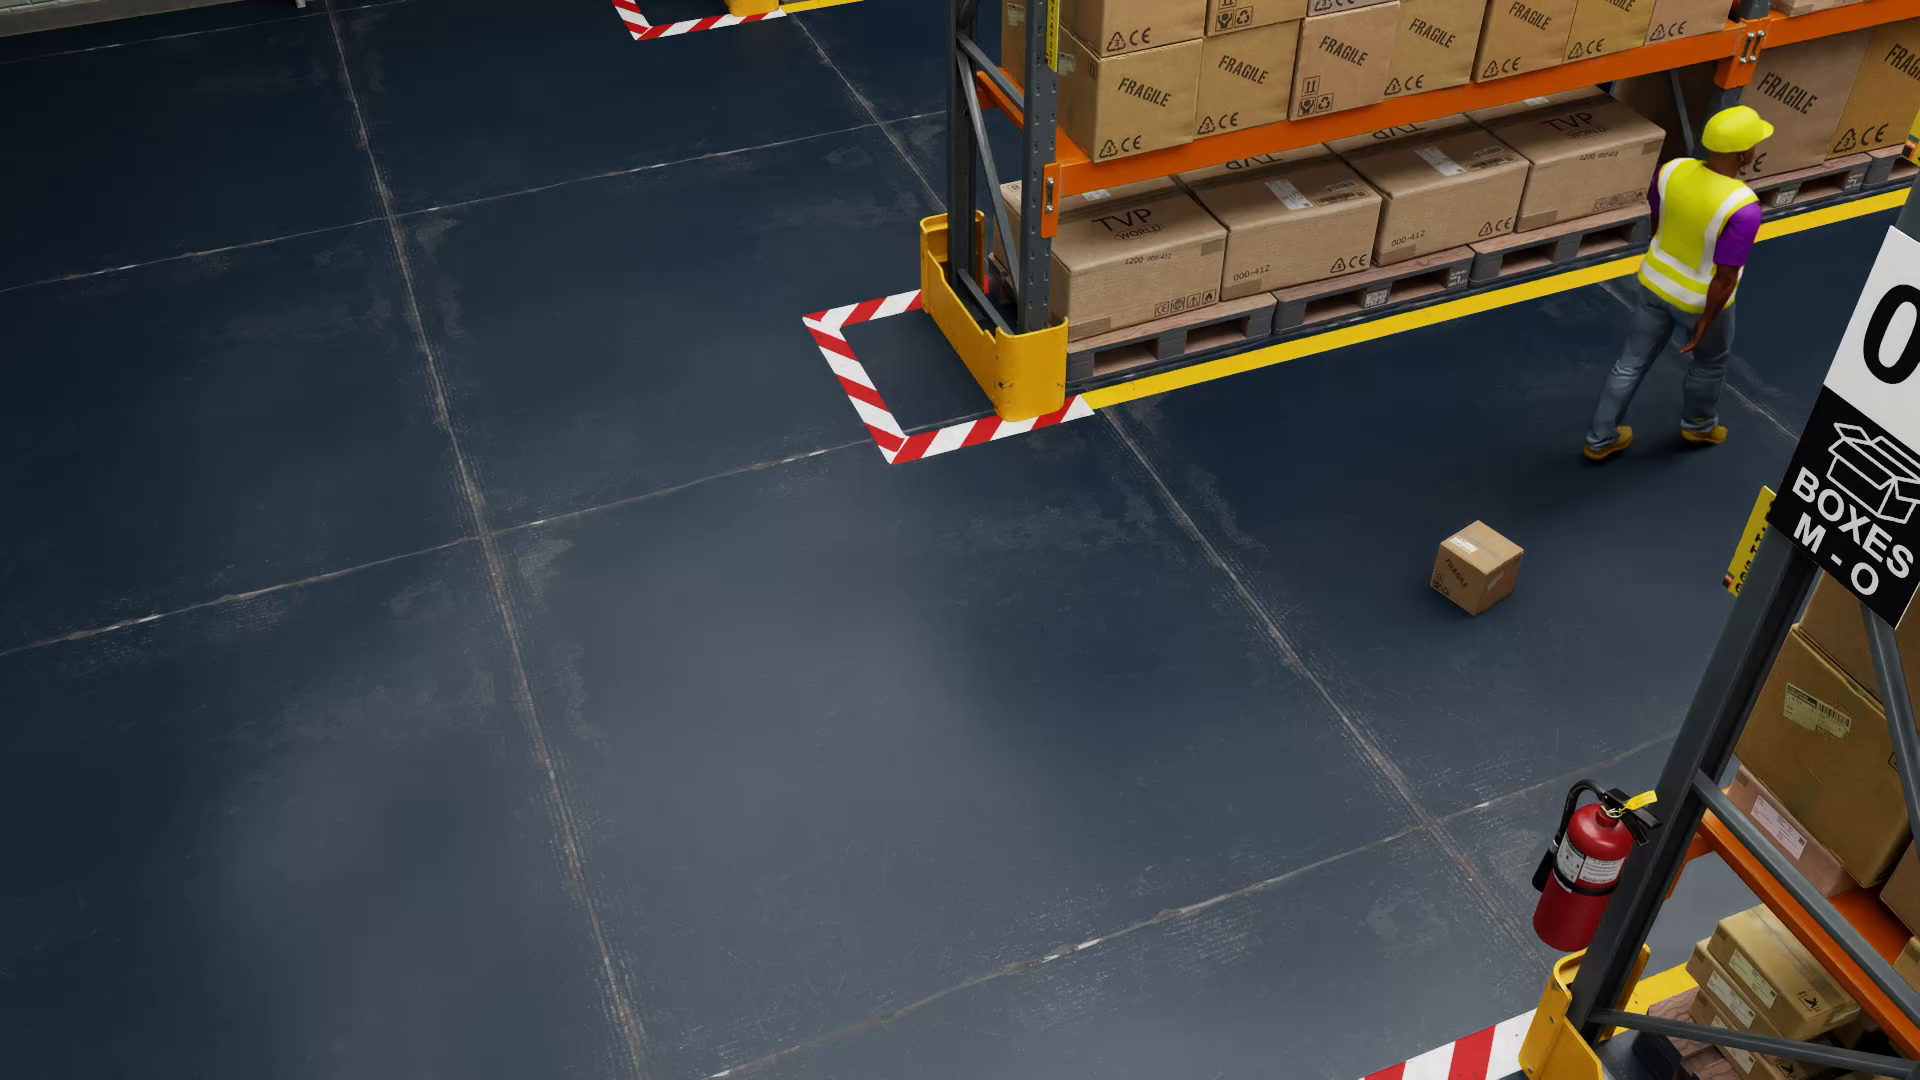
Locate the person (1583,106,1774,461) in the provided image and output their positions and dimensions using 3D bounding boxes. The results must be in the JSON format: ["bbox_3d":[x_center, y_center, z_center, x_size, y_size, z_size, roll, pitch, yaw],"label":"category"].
[{"bbox_3d":[3.291,-1.135,7.431,0.799,1.786,0.570,-22,46,-23],"label":"person"}]
